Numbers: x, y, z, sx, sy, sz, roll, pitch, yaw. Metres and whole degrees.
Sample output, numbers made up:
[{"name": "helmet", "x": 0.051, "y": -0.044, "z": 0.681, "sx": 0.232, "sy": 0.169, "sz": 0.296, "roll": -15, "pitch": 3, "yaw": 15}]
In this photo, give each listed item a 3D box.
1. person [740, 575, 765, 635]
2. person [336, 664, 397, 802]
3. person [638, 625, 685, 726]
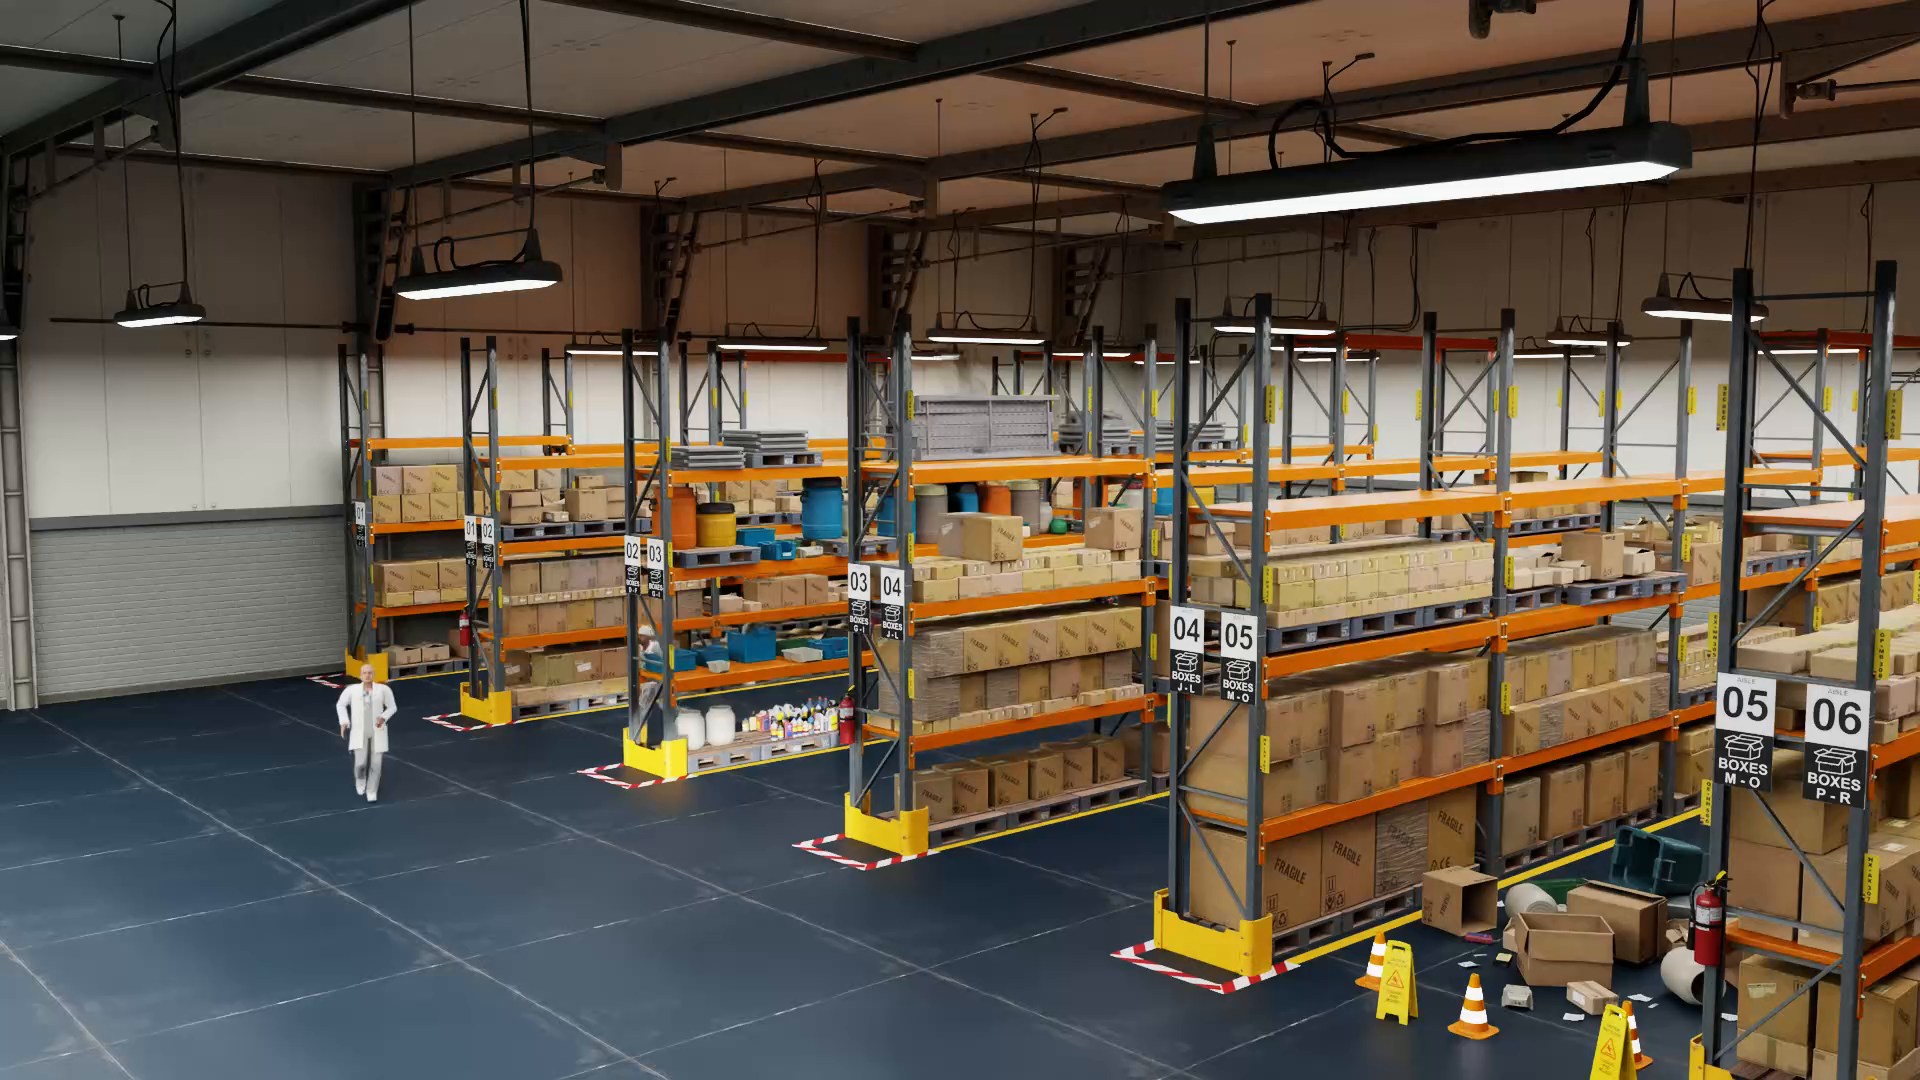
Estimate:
[{"name": "person", "x": -3.906, "y": 1.491, "z": 31.745, "sx": 0.533, "sy": 1.651, "sz": 0.750, "roll": 4, "pitch": 7, "yaw": 40}, {"name": "person", "x": -7.425, "y": 2.430, "z": 20.860, "sx": 0.713, "sy": 1.734, "sz": 0.631, "roll": -2, "pitch": 6, "yaw": -22}, {"name": "person", "x": -4.435, "y": 2.109, "z": 24.420, "sx": 0.683, "sy": 1.772, "sz": 1.132, "roll": 4, "pitch": 7, "yaw": 38}]
